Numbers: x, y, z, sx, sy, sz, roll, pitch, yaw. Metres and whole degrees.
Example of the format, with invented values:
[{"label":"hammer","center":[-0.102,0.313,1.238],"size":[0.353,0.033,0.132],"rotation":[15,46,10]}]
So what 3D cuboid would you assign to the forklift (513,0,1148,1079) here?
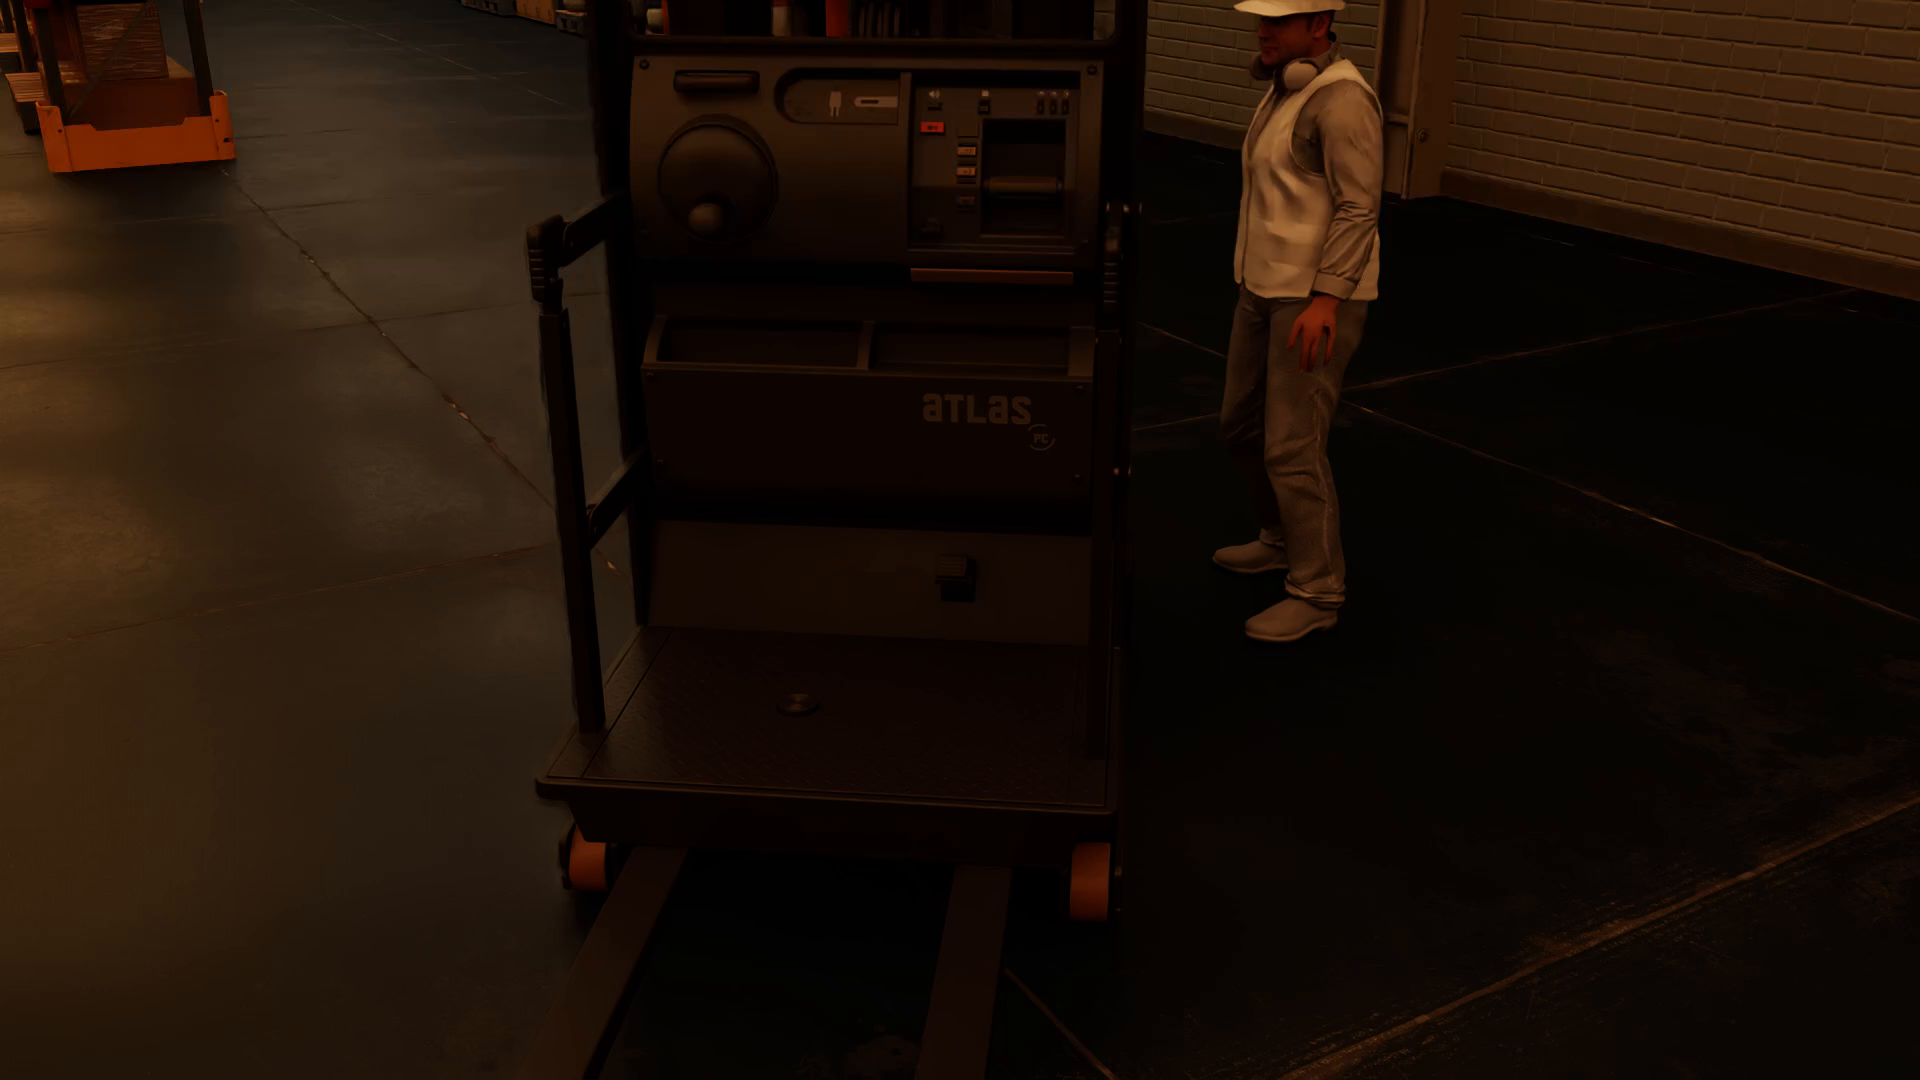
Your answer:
[{"label":"forklift","center":[-0.207,-0.733,3.061],"size":[1.130,2.935,3.031],"rotation":[2,22,6]}]

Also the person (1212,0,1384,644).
[{"label":"person","center":[0.894,-0.674,4.474],"size":[0.421,1.748,0.763],"rotation":[-5,23,-11]}]
